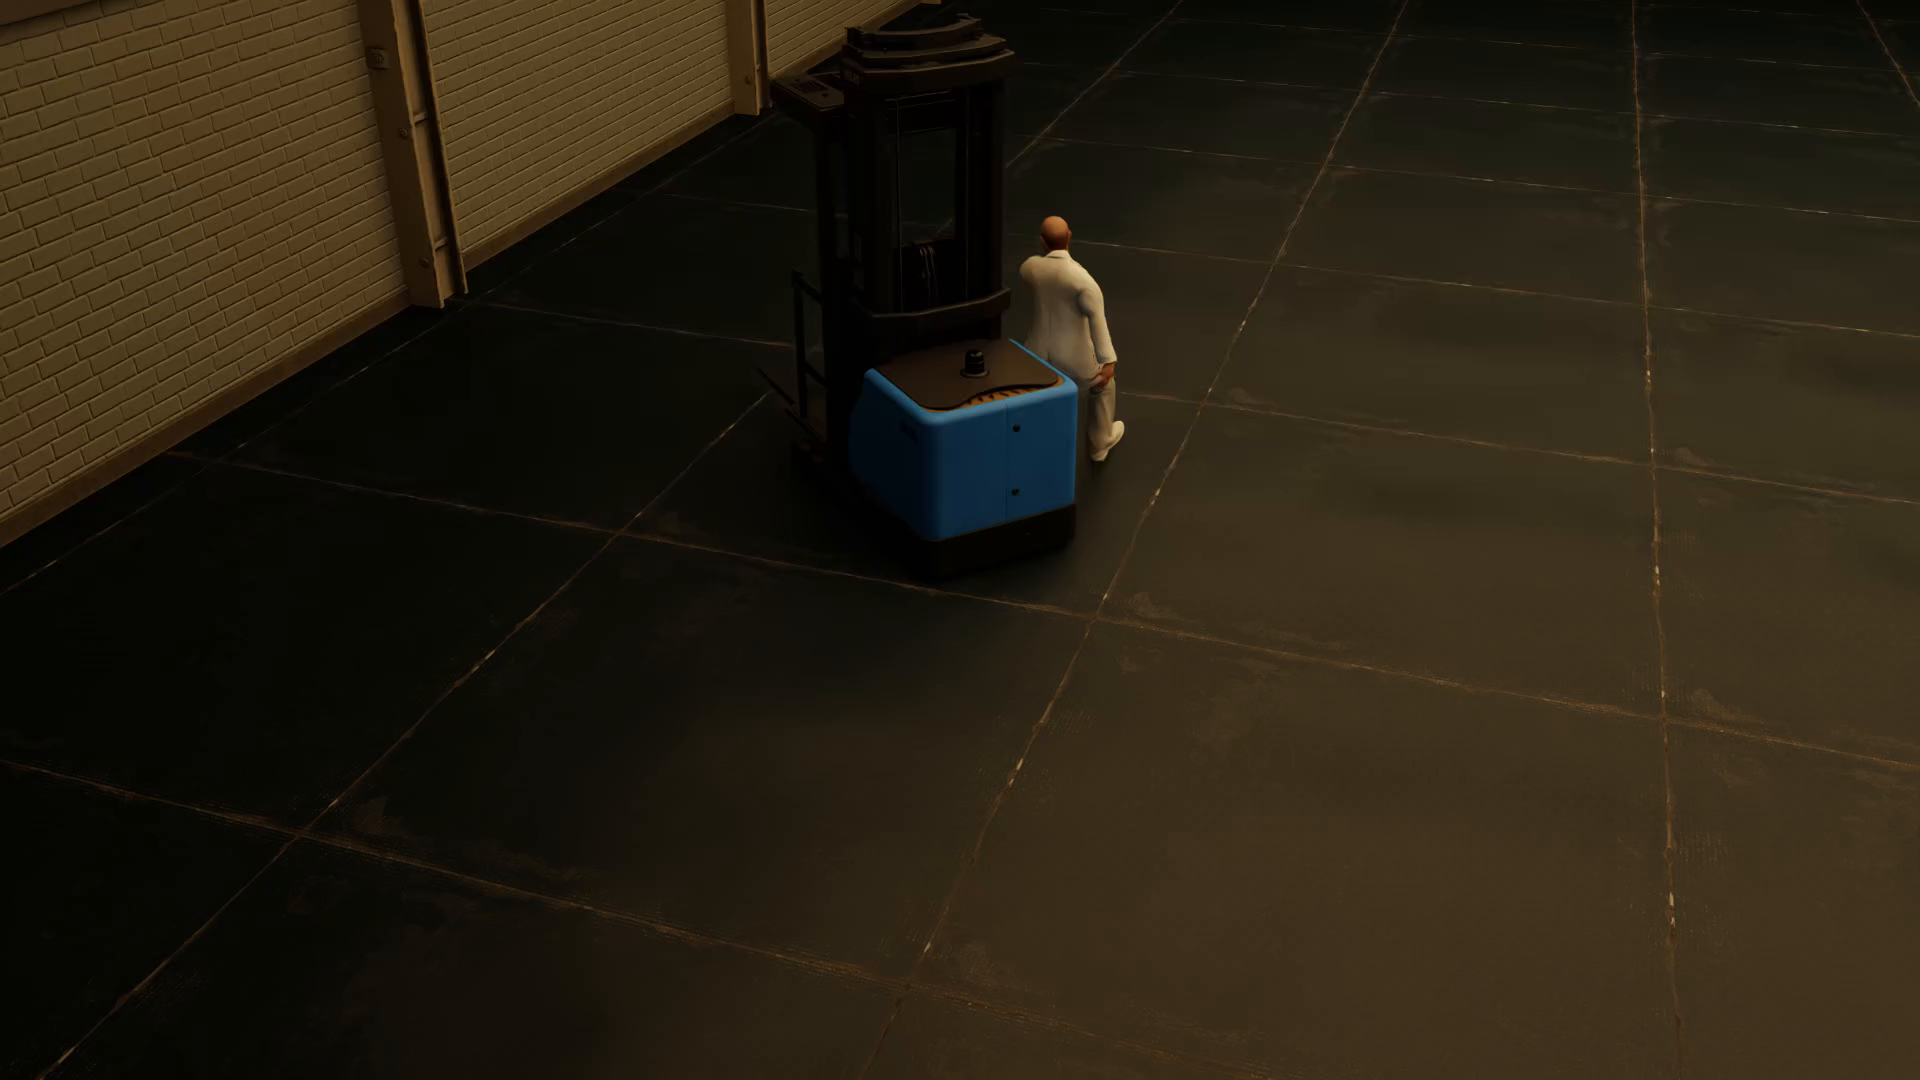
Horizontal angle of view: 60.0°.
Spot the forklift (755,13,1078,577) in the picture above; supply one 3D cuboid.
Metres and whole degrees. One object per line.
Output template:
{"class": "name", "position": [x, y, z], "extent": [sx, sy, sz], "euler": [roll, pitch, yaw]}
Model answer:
{"class": "forklift", "position": [-0.448, -1.762, 10.227], "extent": [1.130, 2.935, 3.031], "euler": [-15, 33, -24]}

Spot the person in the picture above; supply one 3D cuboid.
{"class": "person", "position": [0.703, -1.224, 10.562], "extent": [0.739, 1.712, 0.927], "euler": [17, 34, 27]}
